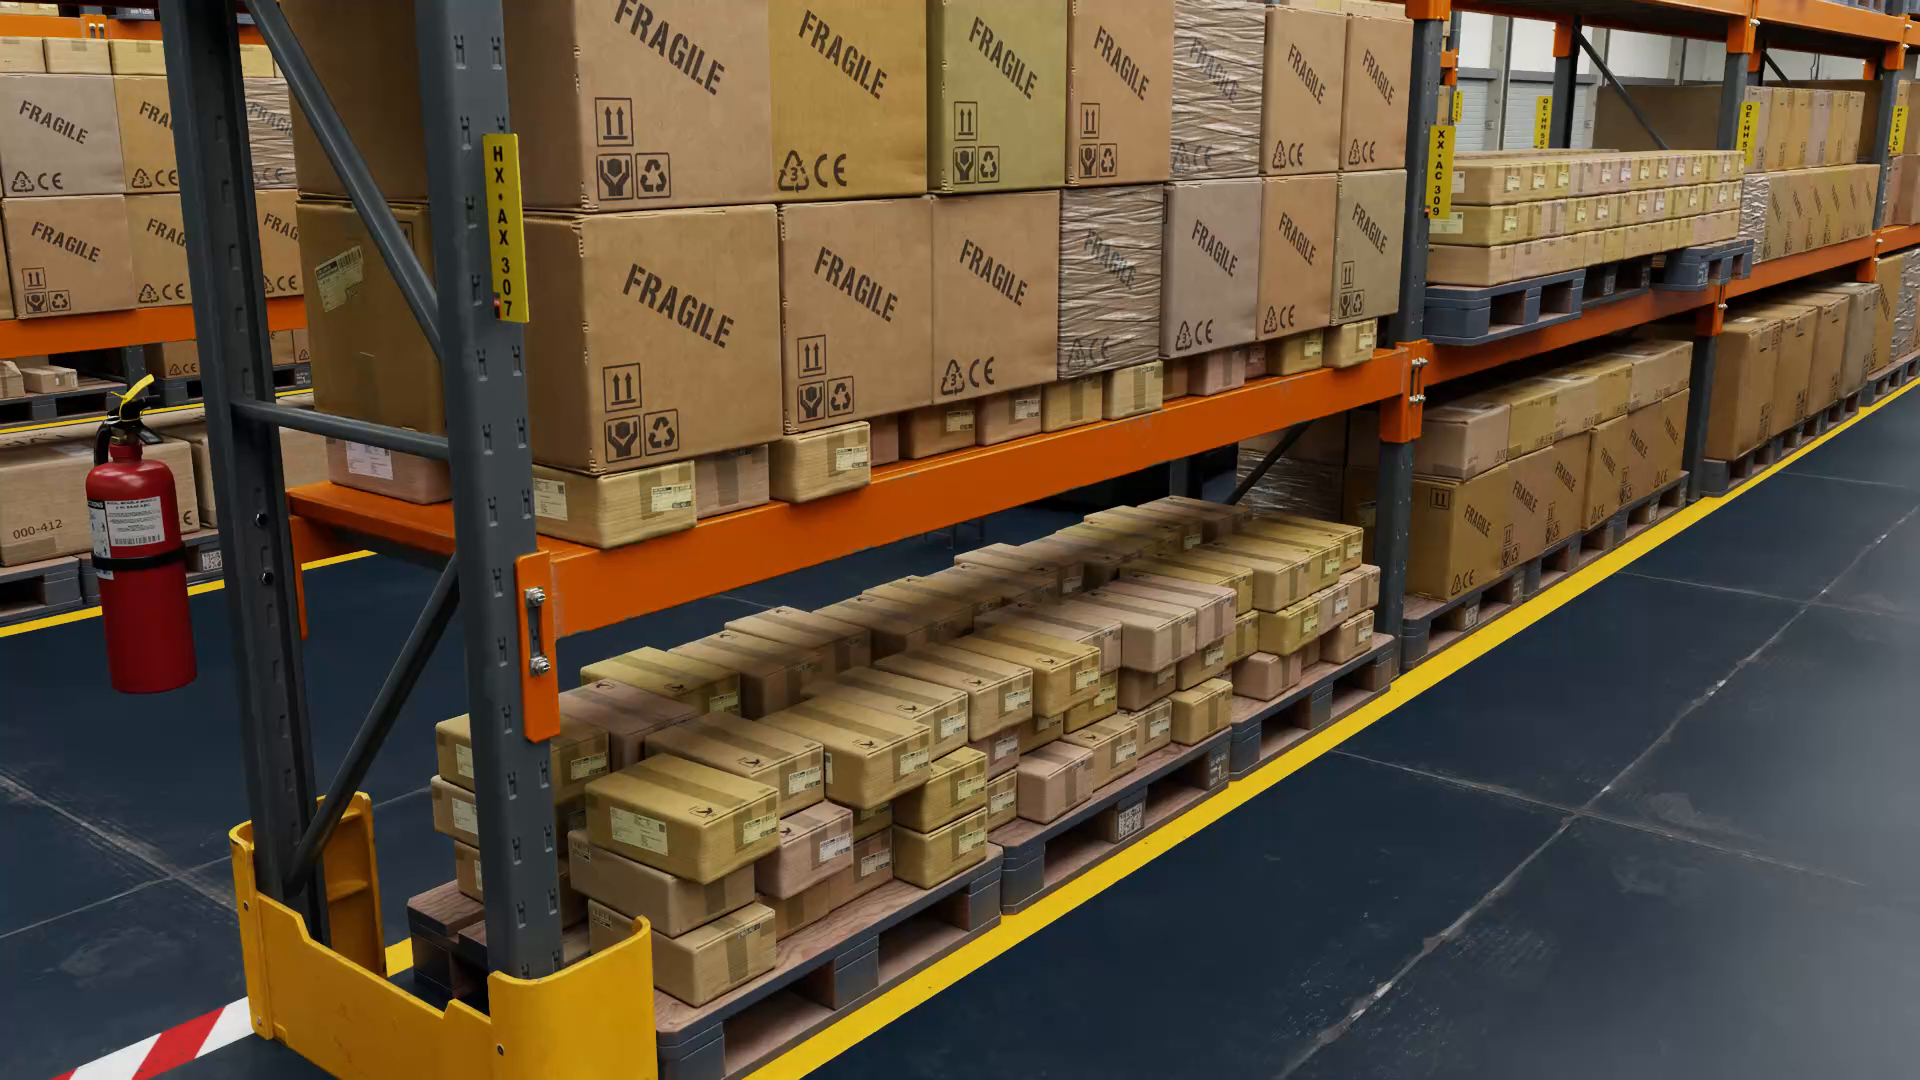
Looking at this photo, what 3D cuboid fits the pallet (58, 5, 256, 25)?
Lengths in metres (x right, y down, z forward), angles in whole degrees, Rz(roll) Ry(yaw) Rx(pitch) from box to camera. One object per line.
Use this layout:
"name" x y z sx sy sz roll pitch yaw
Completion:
"pallet" -6.024 -3.970 12.449 1.213 0.211 1.003 11 18 38

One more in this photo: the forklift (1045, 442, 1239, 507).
"forklift" 1.181 -1.911 10.192 1.130 2.935 3.031 8 16 30

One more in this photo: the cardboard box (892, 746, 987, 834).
"cardboard box" -0.150 0.623 4.410 0.380 0.149 0.250 12 19 39

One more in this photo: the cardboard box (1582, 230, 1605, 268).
"cardboard box" 2.542 -1.263 7.162 0.380 0.149 0.250 10 18 35

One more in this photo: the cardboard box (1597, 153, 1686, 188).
"cardboard box" 3.206 -1.756 7.892 0.380 0.149 0.250 11 18 38

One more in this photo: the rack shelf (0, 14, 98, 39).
"rack shelf" -7.745 -3.216 10.558 1.077 0.370 4.000 11 18 38

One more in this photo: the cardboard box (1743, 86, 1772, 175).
"cardboard box" 4.410 -2.460 9.981 0.700 0.500 0.500 11 18 37

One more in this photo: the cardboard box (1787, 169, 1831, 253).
"cardboard box" 5.244 -2.128 10.703 0.500 0.500 0.500 11 18 37

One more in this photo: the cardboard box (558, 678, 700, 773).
"cardboard box" -0.887 0.497 4.305 0.380 0.149 0.250 12 18 39

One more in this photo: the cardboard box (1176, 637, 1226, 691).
"cardboard box" 0.644 0.357 5.460 0.380 0.149 0.250 12 18 39

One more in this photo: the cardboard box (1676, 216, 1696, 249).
"cardboard box" 3.372 -1.518 8.163 0.380 0.149 0.250 11 18 37

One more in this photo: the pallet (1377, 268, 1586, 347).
"pallet" 1.882 -1.010 6.897 1.003 0.211 1.213 11 18 38

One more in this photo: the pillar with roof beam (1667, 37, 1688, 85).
"pillar with roof beam" 22.119 -12.784 40.671 9.100 9.000 0.400 11 18 38

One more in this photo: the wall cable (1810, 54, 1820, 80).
"wall cable" 21.651 -12.305 45.092 3.097 2.526 0.112 11 18 38

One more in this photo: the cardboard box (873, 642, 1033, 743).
"cardboard box" -0.021 0.417 4.619 0.380 0.149 0.250 12 19 40

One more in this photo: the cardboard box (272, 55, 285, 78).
"cardboard box" -3.260 -2.281 7.957 0.380 0.149 0.250 11 18 37

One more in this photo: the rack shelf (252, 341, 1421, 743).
"rack shelf" 0.032 -0.248 4.967 1.077 0.370 4.000 11 18 38

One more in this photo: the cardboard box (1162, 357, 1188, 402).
"cardboard box" 0.470 -0.516 5.072 0.380 0.149 0.250 11 18 37

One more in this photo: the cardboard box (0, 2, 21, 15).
"cardboard box" -6.641 -3.665 11.374 0.380 0.149 0.250 11 18 37

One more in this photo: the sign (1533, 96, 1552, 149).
"sign" 3.369 -2.392 9.595 0.100 0.325 0.005 11 18 38

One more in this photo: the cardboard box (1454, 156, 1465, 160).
"cardboard box" 2.043 -1.654 7.492 0.380 0.149 0.250 11 18 36

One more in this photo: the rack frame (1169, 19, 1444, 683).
"rack frame" 1.289 -0.979 6.386 1.000 3.000 0.127 11 18 38

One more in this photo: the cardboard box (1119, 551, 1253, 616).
"cardboard box" 0.763 0.160 5.629 0.380 0.149 0.250 12 19 39

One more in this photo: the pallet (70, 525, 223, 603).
"pallet" -3.930 -0.006 8.219 1.003 0.211 1.213 11 18 38

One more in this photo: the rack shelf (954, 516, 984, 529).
"rack shelf" -0.034 -0.219 8.524 0.215 0.259 0.240 11 18 38

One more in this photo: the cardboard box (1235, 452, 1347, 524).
"cardboard box" 1.558 -0.152 7.354 0.500 0.500 0.500 11 18 36

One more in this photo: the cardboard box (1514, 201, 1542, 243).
"cardboard box" 2.055 -1.260 6.542 0.380 0.149 0.250 11 18 36

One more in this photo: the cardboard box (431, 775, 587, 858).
"cardboard box" -1.116 0.675 4.205 0.380 0.149 0.250 11 18 36

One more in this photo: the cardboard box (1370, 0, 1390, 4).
"cardboard box" 3.997 -5.333 16.324 0.380 0.149 0.250 12 18 39

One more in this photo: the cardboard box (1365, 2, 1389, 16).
"cardboard box" 3.850 -5.117 16.280 0.500 0.250 0.500 11 18 38

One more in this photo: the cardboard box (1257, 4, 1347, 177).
"cardboard box" 0.883 -1.425 5.302 0.500 0.500 0.500 11 18 36

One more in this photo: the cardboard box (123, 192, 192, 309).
"cardboard box" -3.682 -1.350 7.643 0.500 0.500 0.500 12 19 39

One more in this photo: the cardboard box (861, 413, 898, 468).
"cardboard box" -0.372 -0.272 4.113 0.380 0.149 0.250 12 19 40

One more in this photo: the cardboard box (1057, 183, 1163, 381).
"cardboard box" 0.222 -0.746 4.661 0.500 0.500 0.500 11 18 36

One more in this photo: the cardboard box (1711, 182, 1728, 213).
"cardboard box" 3.680 -1.755 8.492 0.380 0.149 0.250 12 19 40

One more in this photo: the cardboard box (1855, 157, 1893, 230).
"cardboard box" 6.539 -2.657 12.684 0.875 0.550 0.550 11 18 38

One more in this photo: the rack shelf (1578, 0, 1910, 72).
"rack shelf" 5.060 -3.234 10.629 1.077 0.370 4.000 11 18 38

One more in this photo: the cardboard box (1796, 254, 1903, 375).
"cardboard box" 6.767 -1.795 13.059 0.875 0.875 0.875 12 18 38

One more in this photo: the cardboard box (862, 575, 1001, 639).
"cardboard box" -0.091 0.240 5.316 0.380 0.149 0.250 11 18 38

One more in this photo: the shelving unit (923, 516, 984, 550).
"shelving unit" -0.034 -0.499 8.453 0.215 1.050 0.252 11 18 38

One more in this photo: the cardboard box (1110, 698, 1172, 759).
"cardboard box" 0.441 0.564 5.246 0.380 0.149 0.250 12 18 39

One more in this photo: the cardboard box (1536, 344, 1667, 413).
"cardboard box" 3.268 -0.831 8.503 0.500 0.250 0.500 12 18 38

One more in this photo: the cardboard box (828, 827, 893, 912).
"cardboard box" -0.395 0.803 4.309 0.380 0.149 0.250 12 18 38

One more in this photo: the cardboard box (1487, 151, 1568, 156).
"cardboard box" 2.870 -1.908 8.492 0.380 0.149 0.250 10 18 35

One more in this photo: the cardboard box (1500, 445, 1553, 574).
"cardboard box" 2.291 -0.174 7.438 0.500 0.500 0.500 12 19 40

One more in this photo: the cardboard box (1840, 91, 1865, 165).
"cardboard box" 6.009 -2.949 11.904 0.700 0.500 0.500 11 18 37

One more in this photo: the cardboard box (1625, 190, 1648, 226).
"cardboard box" 2.875 -1.510 7.526 0.380 0.149 0.250 11 18 36

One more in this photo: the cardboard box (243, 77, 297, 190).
"cardboard box" -3.345 -1.931 7.899 0.500 0.500 0.500 12 18 38

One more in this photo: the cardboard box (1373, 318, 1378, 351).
"cardboard box" 1.291 -0.767 6.059 0.380 0.149 0.250 11 18 37

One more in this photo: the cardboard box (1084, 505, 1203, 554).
"cardboard box" 0.692 -0.012 6.307 0.380 0.149 0.250 12 19 40

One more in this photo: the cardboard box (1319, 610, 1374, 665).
"cardboard box" 1.307 0.327 6.182 0.380 0.149 0.250 12 18 38

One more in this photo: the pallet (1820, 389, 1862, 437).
"pallet" 5.890 -1.001 12.133 1.003 0.211 1.213 11 18 38

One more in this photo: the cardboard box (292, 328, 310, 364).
"cardboard box" -5.365 -1.742 13.611 0.500 0.500 0.500 11 18 36

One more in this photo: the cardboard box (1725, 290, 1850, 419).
"cardboard box" 5.387 -1.308 11.395 1.050 0.750 0.750 11 18 38

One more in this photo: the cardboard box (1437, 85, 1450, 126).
"cardboard box" 4.766 -4.570 17.682 0.700 0.500 0.500 11 18 36

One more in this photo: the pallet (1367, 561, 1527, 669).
"pallet" 1.777 0.223 7.317 1.003 0.211 1.213 11 18 38

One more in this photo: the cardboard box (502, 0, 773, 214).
"cardboard box" -0.737 -0.936 3.376 0.500 0.500 0.500 11 18 37

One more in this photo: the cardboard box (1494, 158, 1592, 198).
"cardboard box" 2.387 -1.504 6.901 0.380 0.149 0.250 11 18 37
